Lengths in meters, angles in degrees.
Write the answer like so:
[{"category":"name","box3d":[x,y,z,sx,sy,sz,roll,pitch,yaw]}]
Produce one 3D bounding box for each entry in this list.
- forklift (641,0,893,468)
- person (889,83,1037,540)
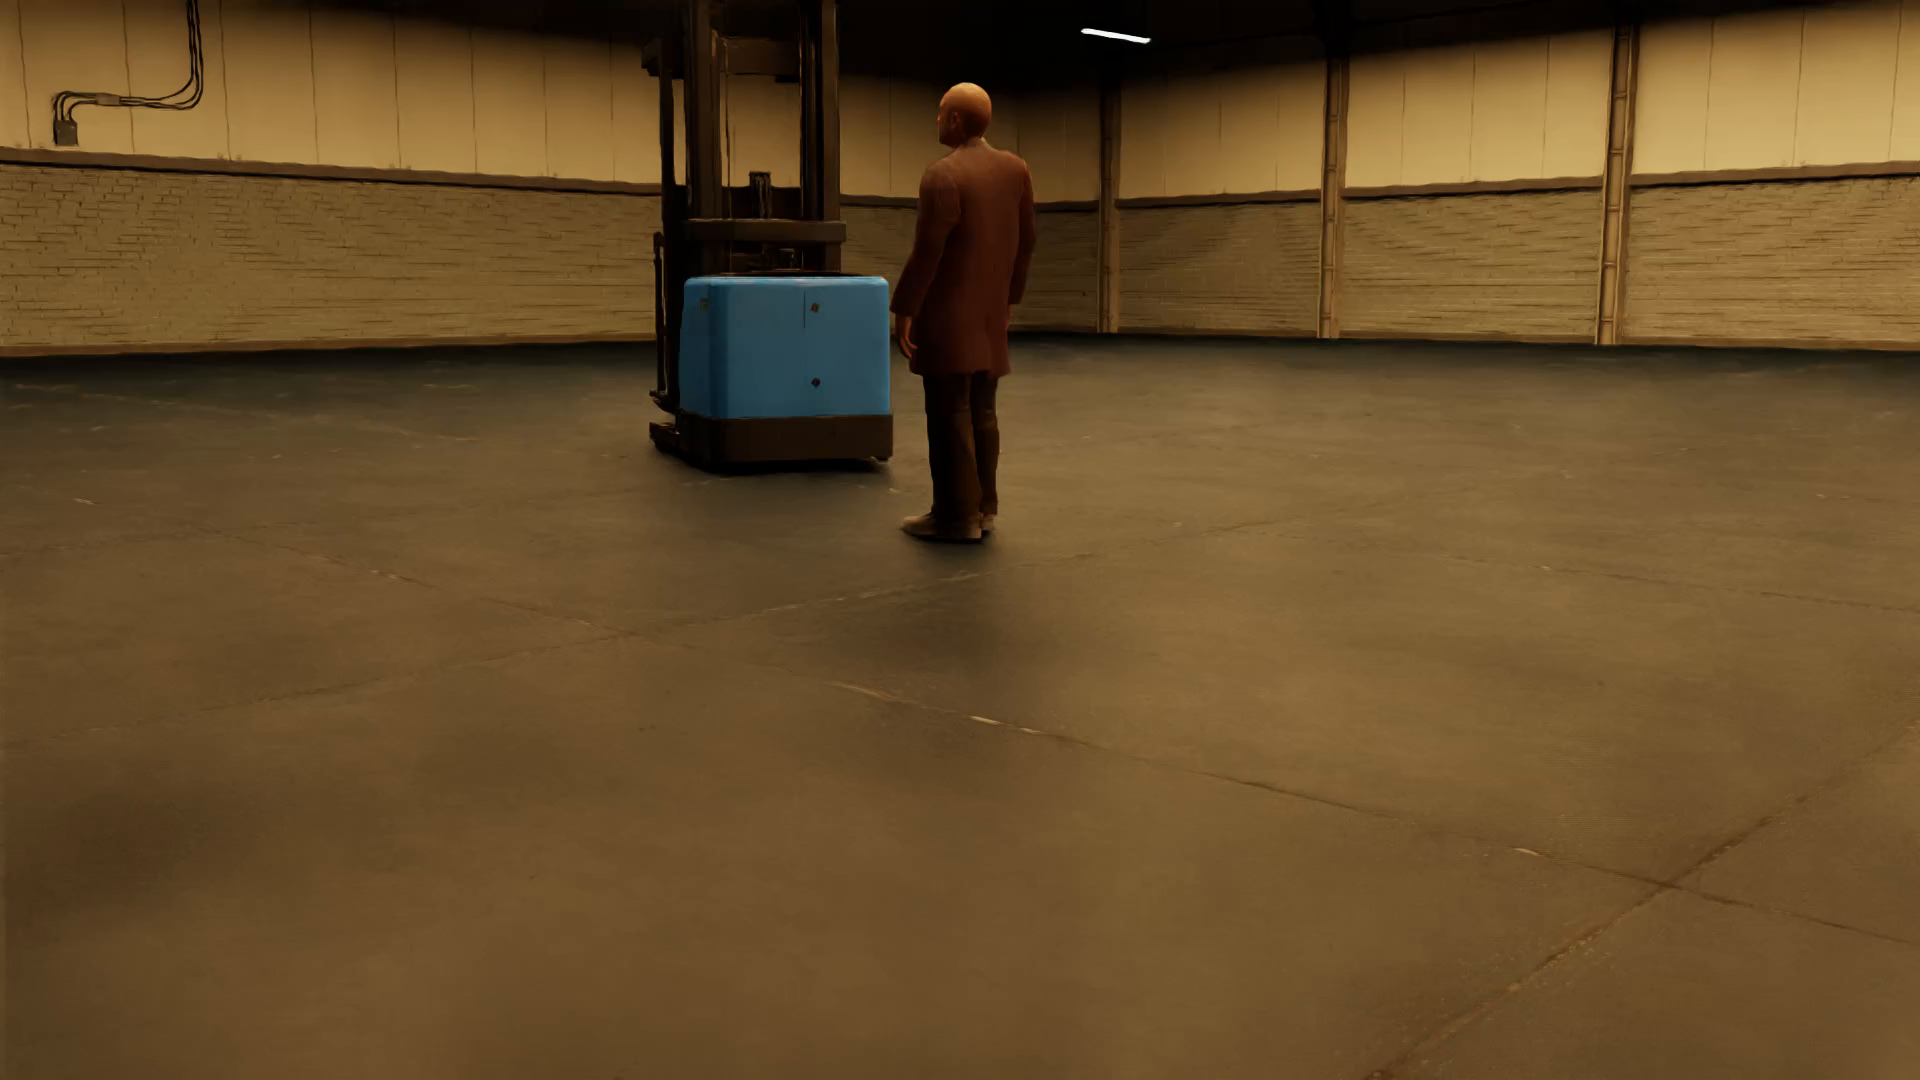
[{"category":"forklift","box3d":[-1.353,-2.034,10.384,1.130,2.935,3.031,-3,9,-19]},{"category":"person","box3d":[-0.062,-0.896,6.650,0.580,1.776,0.694,8,12,43]}]
